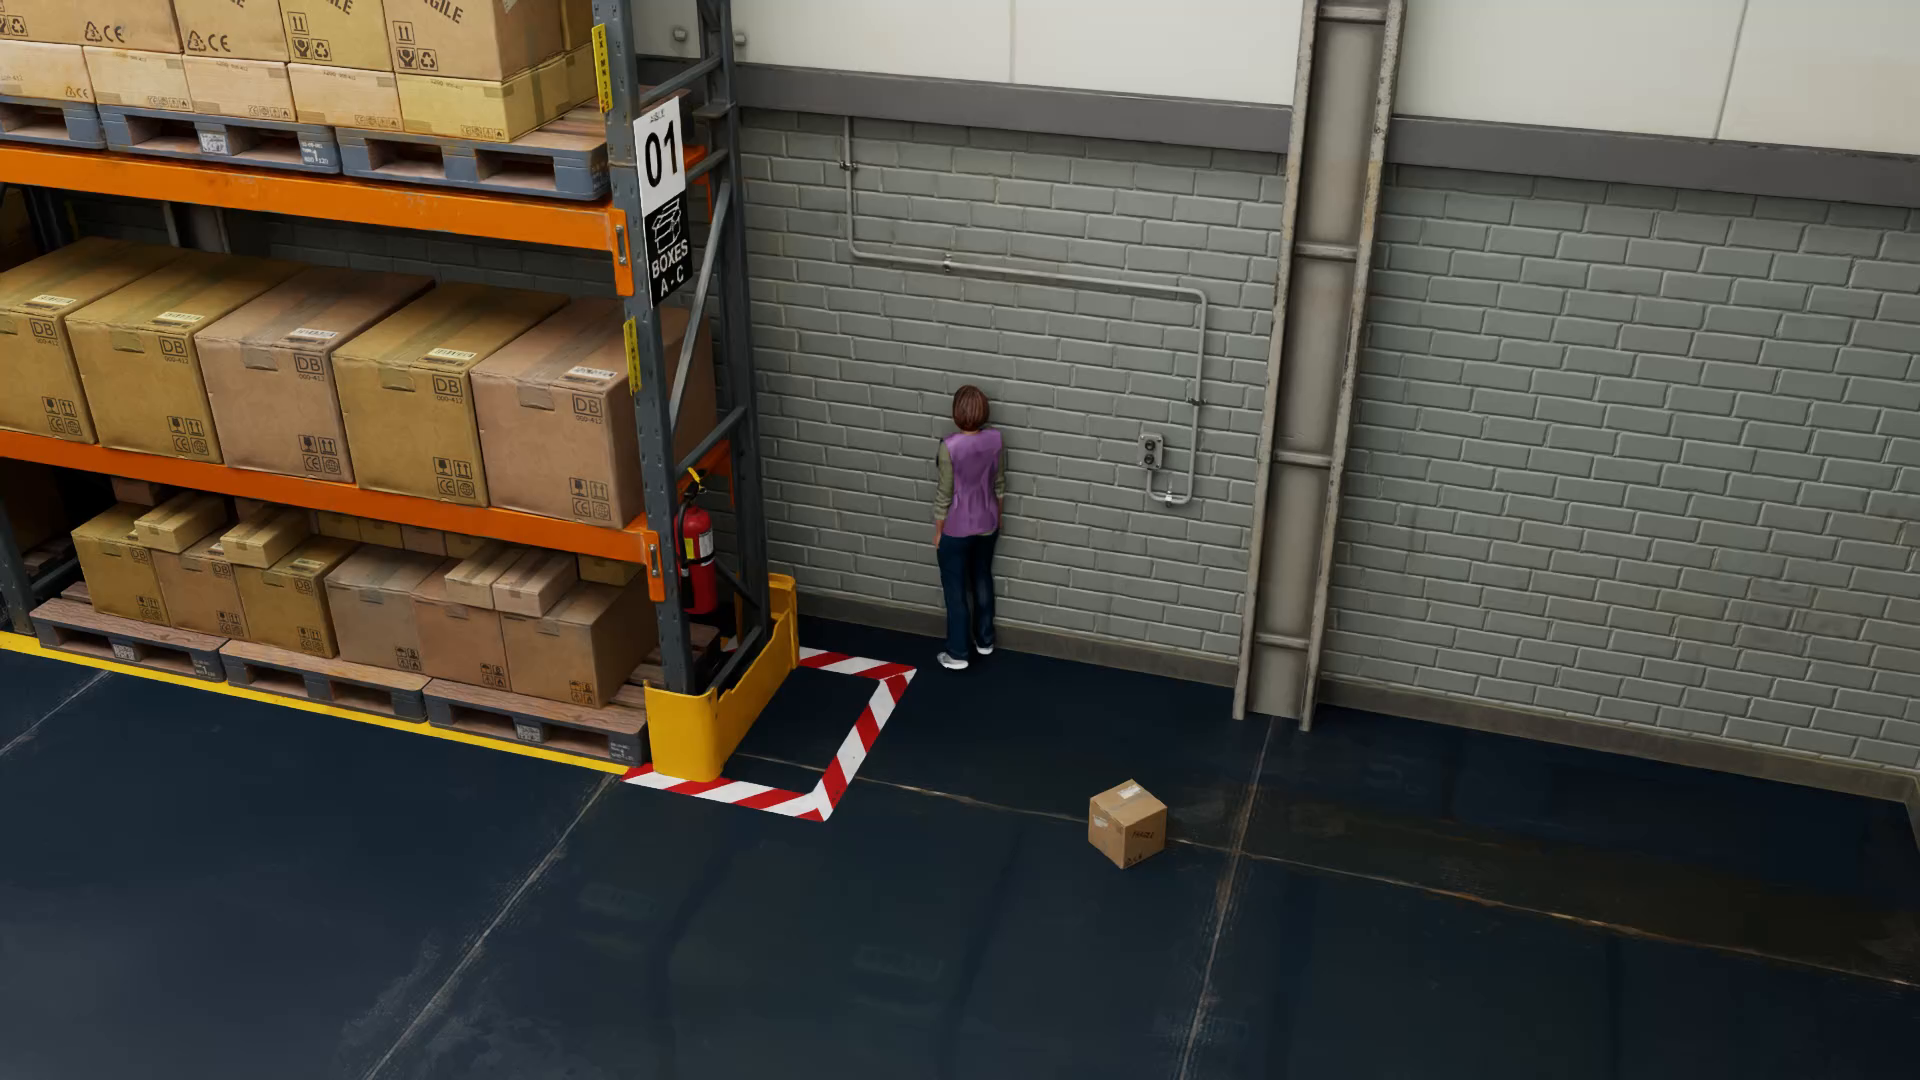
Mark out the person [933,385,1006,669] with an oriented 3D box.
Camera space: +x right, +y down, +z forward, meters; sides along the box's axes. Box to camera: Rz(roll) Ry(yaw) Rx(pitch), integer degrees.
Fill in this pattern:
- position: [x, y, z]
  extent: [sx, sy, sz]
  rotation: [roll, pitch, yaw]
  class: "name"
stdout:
- position: [0.033, -0.060, 8.644]
  extent: [0.413, 1.646, 0.365]
  rotation: [-13, 32, -22]
  class: "person"
